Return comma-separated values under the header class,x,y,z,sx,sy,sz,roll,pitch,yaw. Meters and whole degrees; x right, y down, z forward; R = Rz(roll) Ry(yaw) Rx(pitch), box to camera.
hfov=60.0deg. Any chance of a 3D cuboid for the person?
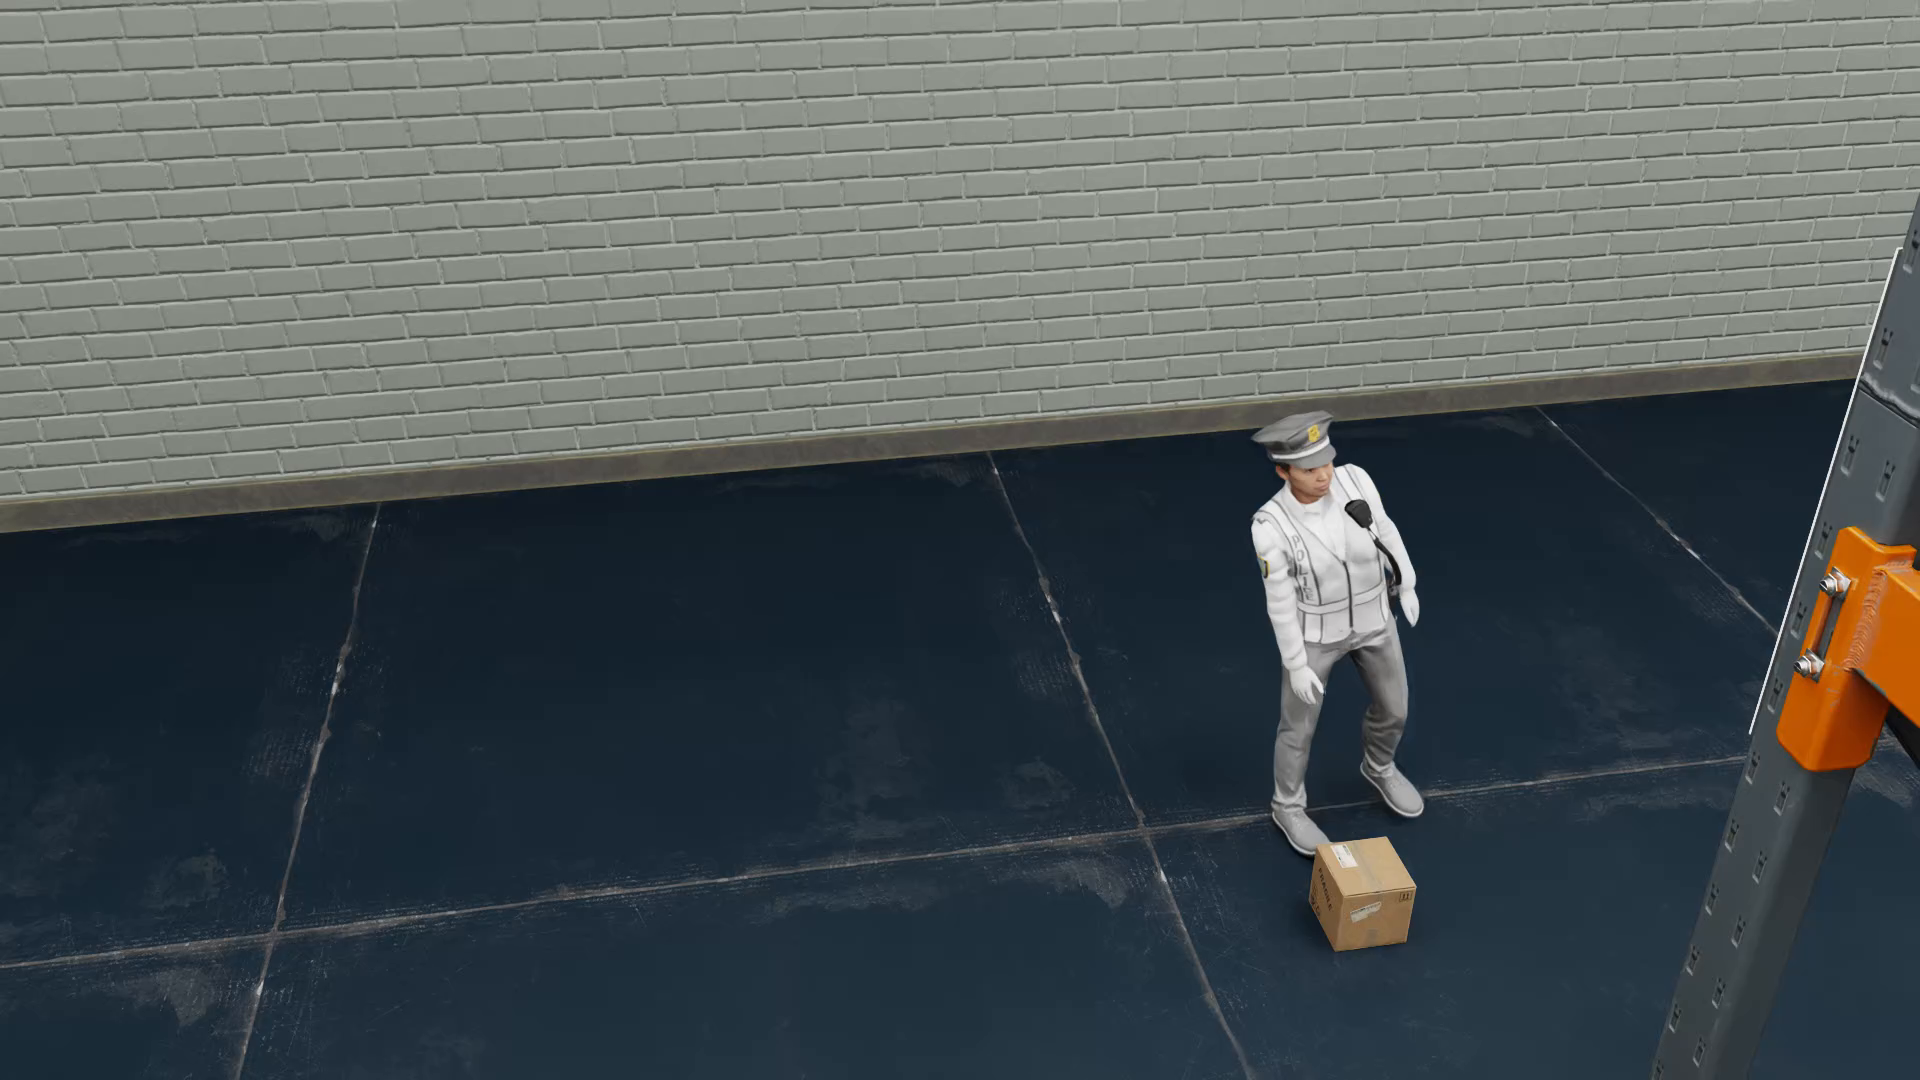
class,x,y,z,sx,sy,sz,roll,pitch,yaw
person,1.292,0.310,5.568,0.753,1.678,0.373,-5,31,-8
